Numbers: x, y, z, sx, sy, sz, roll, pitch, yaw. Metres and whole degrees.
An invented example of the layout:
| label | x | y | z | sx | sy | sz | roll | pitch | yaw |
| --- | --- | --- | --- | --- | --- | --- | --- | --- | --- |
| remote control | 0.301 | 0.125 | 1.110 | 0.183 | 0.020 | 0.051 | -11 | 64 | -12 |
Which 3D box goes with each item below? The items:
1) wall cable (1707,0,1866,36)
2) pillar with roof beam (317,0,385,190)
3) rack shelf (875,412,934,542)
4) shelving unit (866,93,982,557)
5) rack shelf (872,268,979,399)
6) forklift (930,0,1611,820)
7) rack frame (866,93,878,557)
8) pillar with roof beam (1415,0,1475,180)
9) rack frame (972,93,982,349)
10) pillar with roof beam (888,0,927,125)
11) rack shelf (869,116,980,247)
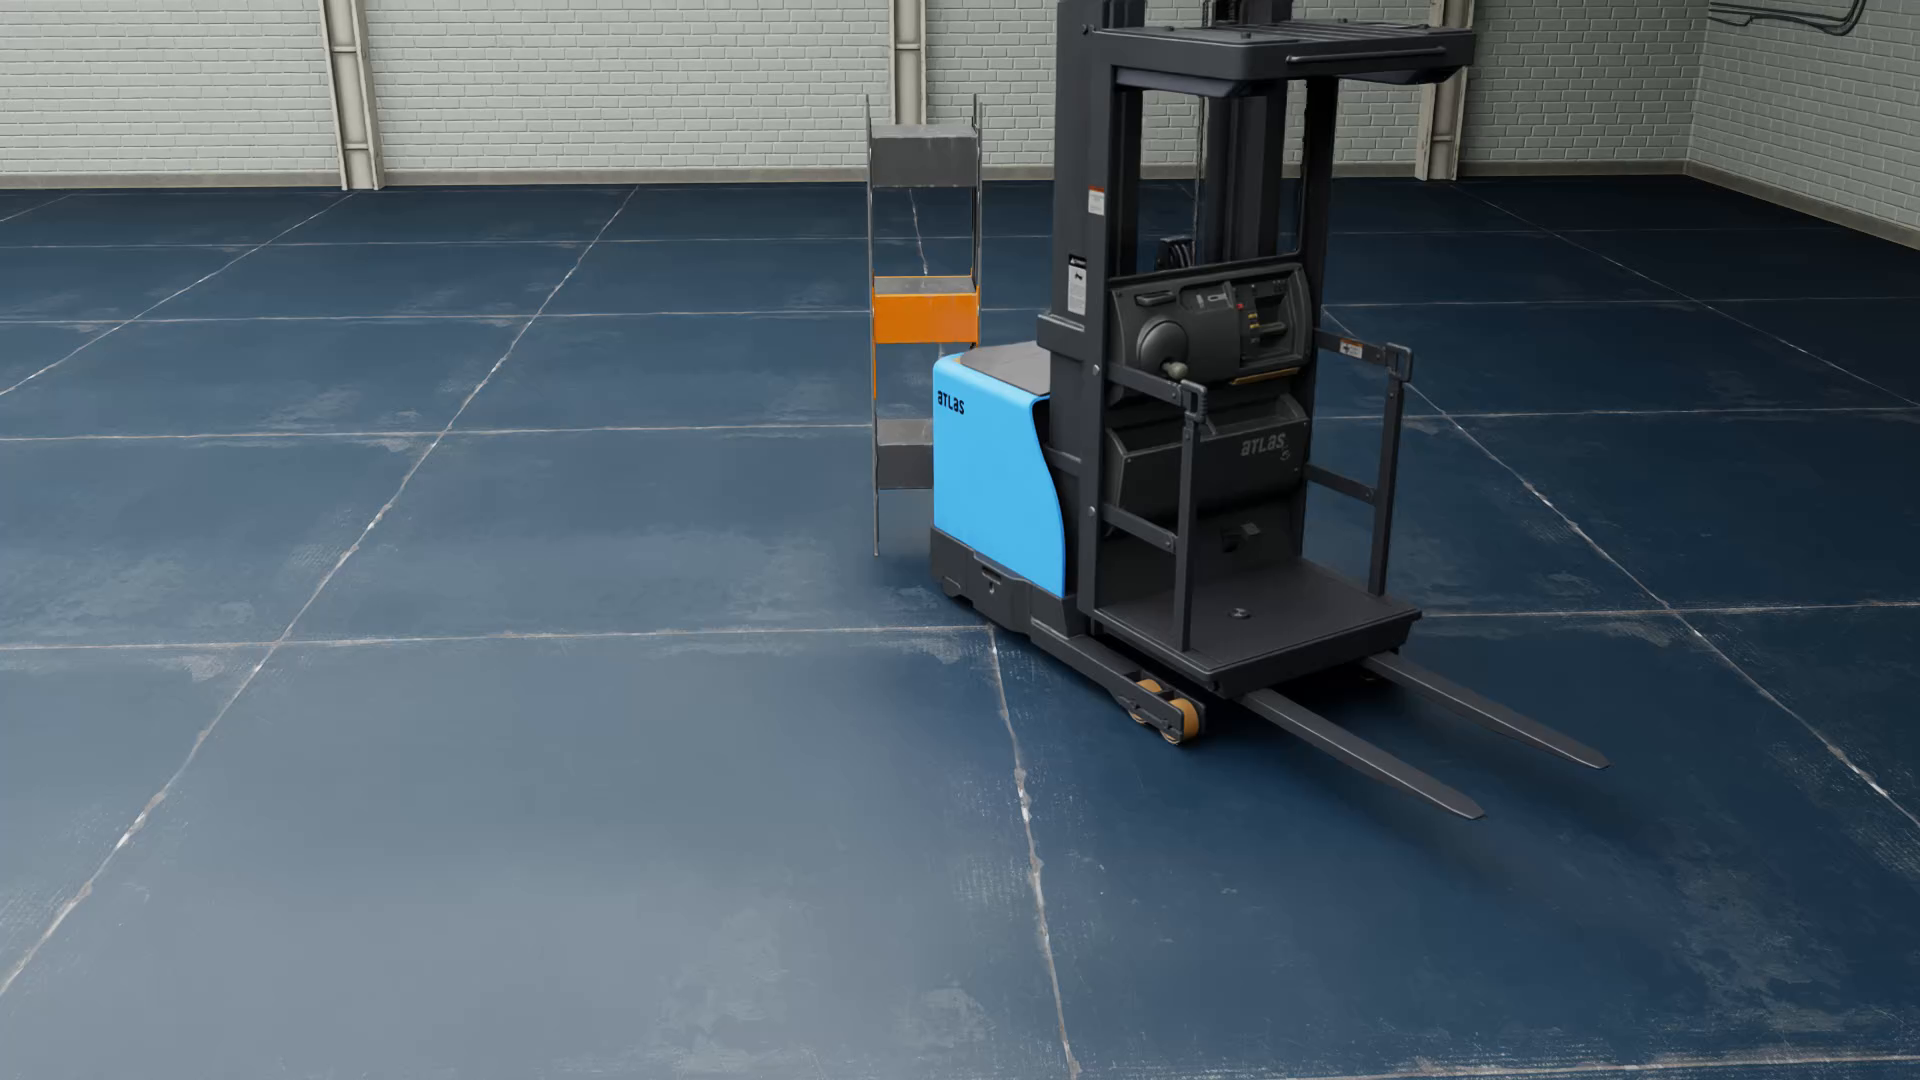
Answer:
| label | x | y | z | sx | sy | sz | roll | pitch | yaw |
| --- | --- | --- | --- | --- | --- | --- | --- | --- | --- |
| wall cable | 8.433 | -6.471 | 16.835 | 0.112 | 2.526 | 3.097 | -1 | 21 | -3 |
| pillar with roof beam | -6.318 | -6.559 | 12.702 | 0.400 | 9.000 | 9.100 | -1 | 21 | -3 |
| rack shelf | -0.165 | -0.311 | 7.992 | 0.480 | 0.518 | 0.431 | -1 | 21 | -3 |
| shelving unit | -0.165 | -0.978 | 7.739 | 0.503 | 2.100 | 0.431 | -1 | 21 | -3 |
| rack shelf | -0.165 | -0.965 | 7.743 | 0.480 | 0.518 | 0.431 | -1 | 21 | -3 |
| forklift | 1.079 | -0.807 | 6.122 | 1.130 | 2.935 | 3.031 | -13 | 24 | -30 |
| rack frame | -0.409 | -0.973 | 7.726 | 0.015 | 2.100 | 0.400 | -1 | 21 | -3 |
| pillar with roof beam | 5.662 | -6.803 | 13.343 | 0.400 | 9.000 | 9.100 | -1 | 21 | -3 |
| rack frame | 0.078 | -0.983 | 7.752 | 0.015 | 2.100 | 0.400 | -1 | 21 | -3 |
| pillar with roof beam | -0.328 | -6.681 | 13.023 | 0.400 | 9.000 | 9.100 | -1 | 21 | -3 |
| rack shelf | -0.165 | -1.619 | 7.494 | 0.480 | 0.518 | 0.431 | -1 | 21 | -3 |
